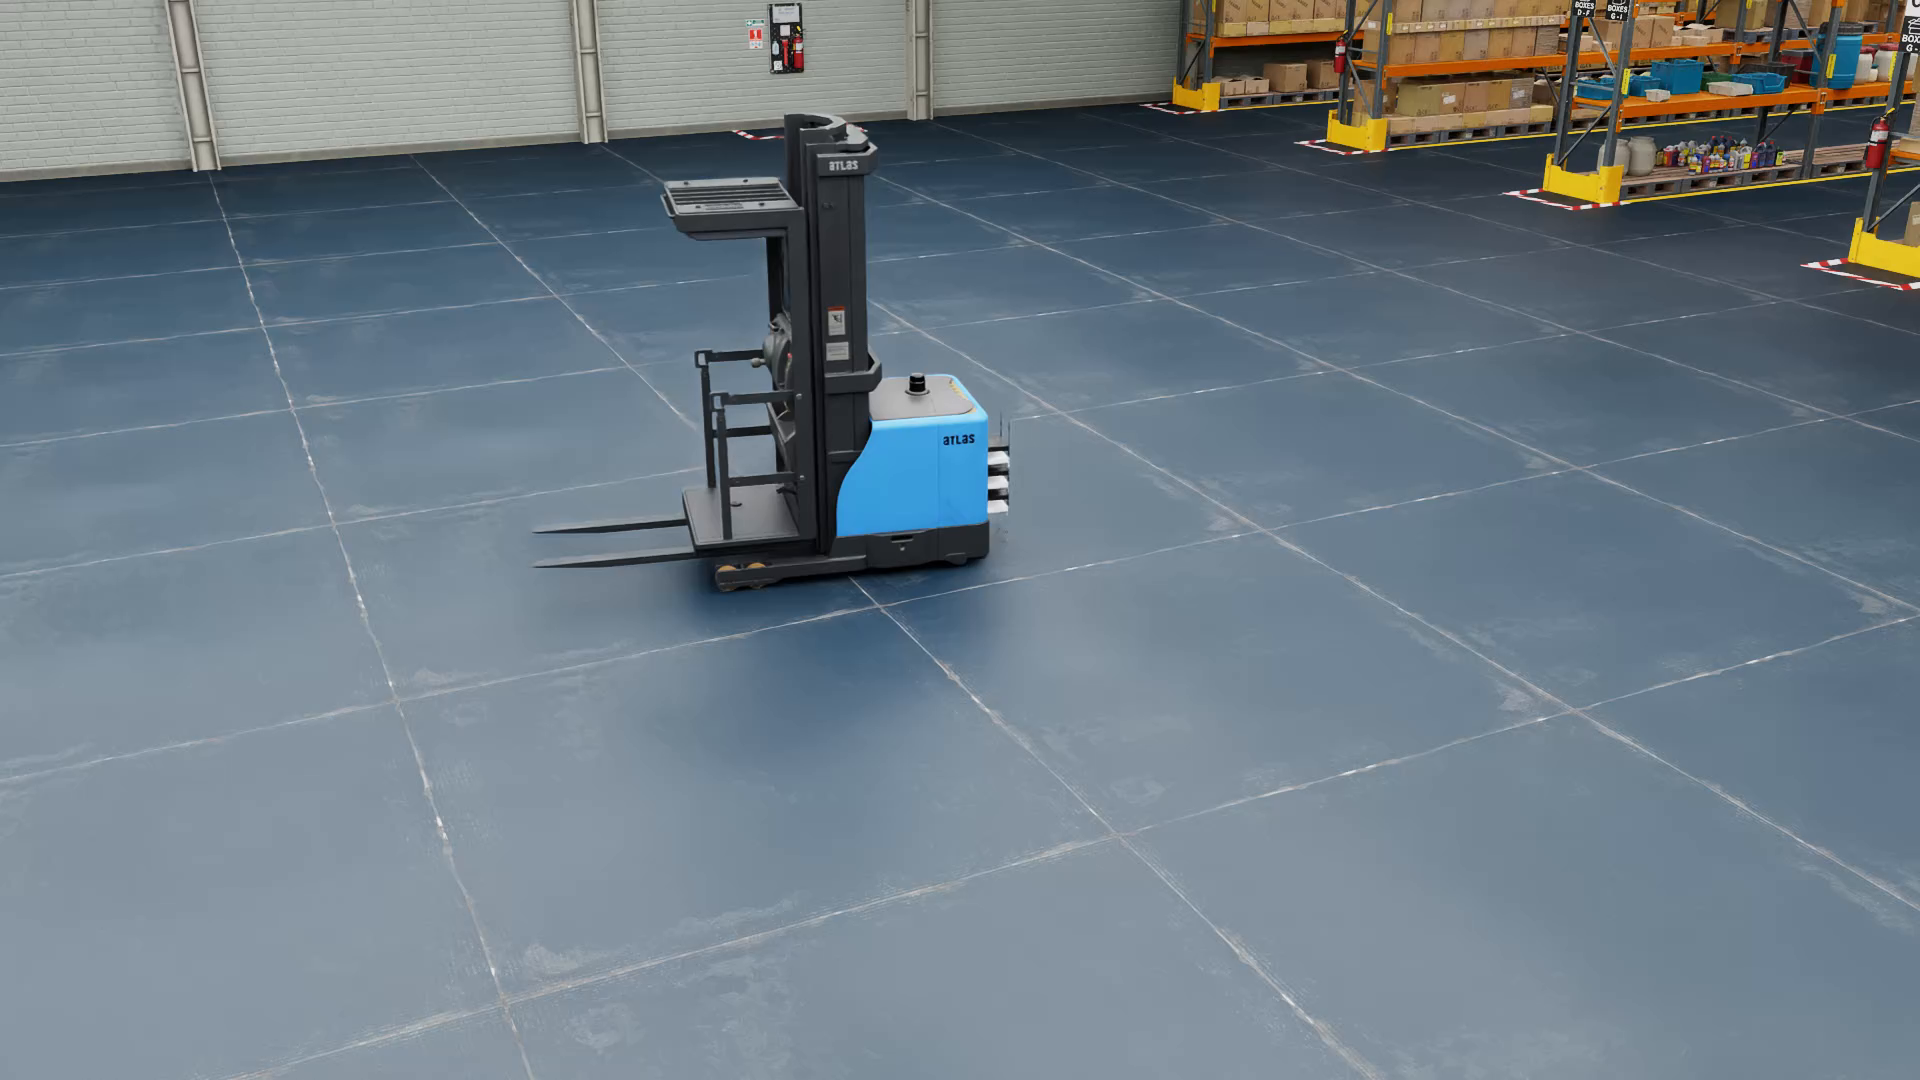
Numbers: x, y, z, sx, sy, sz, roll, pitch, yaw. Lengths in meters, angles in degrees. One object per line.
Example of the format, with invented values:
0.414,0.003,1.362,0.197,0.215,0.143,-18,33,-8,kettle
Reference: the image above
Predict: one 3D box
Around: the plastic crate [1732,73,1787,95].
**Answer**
11.443,-6.547,23.838,0.616,0.251,0.499,-10,25,-24,plastic crate

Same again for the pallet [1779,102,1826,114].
15.569,-8.287,31.494,1.213,0.211,1.003,-10,25,-24,pallet

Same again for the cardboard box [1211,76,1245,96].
5.084,-8.688,31.757,0.500,0.311,0.500,-14,26,-30,cardboard box

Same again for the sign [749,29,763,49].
-3.515,-8.626,28.620,0.234,0.329,0.001,-10,25,-24,sign

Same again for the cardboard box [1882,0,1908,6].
17.933,-10.417,31.555,0.500,0.500,0.500,-10,24,-22,cardboard box

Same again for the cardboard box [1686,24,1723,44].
13.435,-9.177,30.115,0.500,0.311,0.500,-9,24,-20,cardboard box

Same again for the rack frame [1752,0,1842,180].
12.323,-6.893,24.479,0.127,3.000,1.000,-10,25,-24,rack frame

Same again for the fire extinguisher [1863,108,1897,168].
10.564,-4.626,19.106,0.183,0.674,0.296,-10,25,-24,fire extinguisher

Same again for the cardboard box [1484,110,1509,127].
8.956,-7.204,28.278,0.500,0.250,0.500,-10,25,-24,cardboard box

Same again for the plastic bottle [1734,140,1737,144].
11.566,-5.873,25.001,0.135,0.276,0.152,-9,24,-22,plastic bottle

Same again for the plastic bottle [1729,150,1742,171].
11.255,-5.520,24.150,0.135,0.276,0.152,-10,24,-23,plastic bottle

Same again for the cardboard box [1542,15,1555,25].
9.802,-8.787,28.077,0.250,0.149,0.380,-11,25,-25,cardboard box

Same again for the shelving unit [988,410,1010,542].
0.213,-0.434,11.622,0.210,0.900,0.258,-5,23,-13,shelving unit

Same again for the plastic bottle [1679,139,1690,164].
10.695,-5.748,24.603,0.185,0.351,0.144,-9,24,-21,plastic bottle

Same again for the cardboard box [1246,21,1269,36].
5.461,-9.646,31.301,0.500,0.250,0.500,-11,25,-25,cardboard box

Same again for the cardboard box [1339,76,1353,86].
7.557,-9.102,32.946,0.250,0.166,0.380,-14,26,-30,cardboard box

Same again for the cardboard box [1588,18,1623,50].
11.352,-8.856,29.091,0.500,0.500,0.500,-9,24,-20,cardboard box

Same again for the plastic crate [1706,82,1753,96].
10.969,-6.414,23.668,0.437,0.136,0.530,-10,25,-24,plastic crate

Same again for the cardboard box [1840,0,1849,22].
16.270,-10.030,31.379,0.500,0.500,0.700,-6,23,-15,cardboard box

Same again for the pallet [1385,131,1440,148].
7.245,-6.790,27.877,1.213,0.211,1.003,-10,25,-24,pallet

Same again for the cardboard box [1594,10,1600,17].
13.175,-11.061,34.853,0.250,0.149,0.380,-10,25,-23,cardboard box

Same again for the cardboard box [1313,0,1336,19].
6.828,-10.244,31.764,0.500,0.500,0.500,-11,25,-25,cardboard box

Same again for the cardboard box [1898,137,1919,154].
11.034,-4.525,19.087,0.250,0.149,0.380,-10,25,-24,cardboard box

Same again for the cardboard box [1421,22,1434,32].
7.483,-8.359,27.044,0.250,0.149,0.380,-10,25,-23,cardboard box

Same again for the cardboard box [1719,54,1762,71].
14.572,-8.905,31.055,0.500,0.250,0.500,-9,24,-22,cardboard box

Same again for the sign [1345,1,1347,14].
6.351,-8.771,27.193,0.005,0.325,0.100,-10,25,-24,sign

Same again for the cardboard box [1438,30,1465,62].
7.921,-8.225,27.568,0.500,0.500,0.700,-10,25,-23,cardboard box

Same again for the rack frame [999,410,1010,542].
0.311,-0.443,11.644,0.006,0.900,0.240,-5,23,-13,rack frame

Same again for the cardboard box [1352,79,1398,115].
6.928,-7.398,27.767,0.500,0.500,0.500,-10,25,-24,cardboard box

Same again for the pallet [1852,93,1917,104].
18.006,-8.752,32.618,1.213,0.211,1.003,-10,25,-24,pallet

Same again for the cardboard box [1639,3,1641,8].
14.016,-11.495,35.052,0.500,0.500,0.500,-10,25,-24,cardboard box

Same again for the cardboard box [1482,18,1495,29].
8.643,-8.572,27.558,0.250,0.149,0.380,-10,24,-22,cardboard box

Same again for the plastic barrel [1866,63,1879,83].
13.582,-6.995,24.909,0.301,0.262,0.301,0,22,0,plastic barrel

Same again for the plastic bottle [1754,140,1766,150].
11.805,-5.716,24.524,0.185,0.351,0.144,-10,25,-24,plastic bottle

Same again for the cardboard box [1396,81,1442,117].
7.603,-7.303,27.536,0.500,0.500,0.500,-10,25,-24,cardboard box

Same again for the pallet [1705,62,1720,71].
17.054,-10.648,37.199,1.213,0.211,1.003,-10,25,-24,pallet

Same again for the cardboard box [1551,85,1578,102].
10.658,-7.766,28.901,0.500,0.311,0.500,-10,25,-23,cardboard box

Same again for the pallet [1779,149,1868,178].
13.014,-5.748,25.360,1.213,0.211,1.003,-10,25,-24,pallet

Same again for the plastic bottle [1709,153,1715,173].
10.796,-5.422,23.919,0.097,0.271,0.097,0,22,0,plastic bottle

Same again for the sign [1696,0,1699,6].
13.538,-9.948,30.449,0.005,0.325,0.100,-10,25,-24,sign

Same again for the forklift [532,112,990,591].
-1.373,-1.239,10.911,3.031,2.935,1.130,-5,23,-13,forklift

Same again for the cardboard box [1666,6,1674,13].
15.053,-11.373,35.606,0.250,0.149,0.380,-10,25,-23,cardboard box

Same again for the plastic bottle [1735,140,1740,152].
11.613,-5.839,24.911,0.133,0.283,0.061,-10,25,-24,plastic bottle

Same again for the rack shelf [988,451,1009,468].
0.213,-0.569,11.566,0.200,0.077,0.258,-5,23,-13,rack shelf

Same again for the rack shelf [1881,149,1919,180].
12.669,-4.522,19.692,4.000,0.370,1.077,-10,25,-24,rack shelf

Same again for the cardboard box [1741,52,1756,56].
17.348,-11.019,37.168,0.500,0.500,0.700,-11,25,-25,cardboard box

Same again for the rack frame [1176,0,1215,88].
4.422,-9.643,31.125,0.127,3.000,1.000,-10,25,-24,rack frame

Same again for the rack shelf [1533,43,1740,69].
11.980,-8.600,29.544,4.000,0.370,1.077,-10,25,-24,rack shelf

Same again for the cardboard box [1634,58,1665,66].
14.705,-10.682,35.896,0.750,0.750,0.750,-10,25,-23,cardboard box

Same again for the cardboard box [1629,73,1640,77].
12.253,-8.287,30.161,0.500,0.311,0.500,-11,25,-25,cardboard box

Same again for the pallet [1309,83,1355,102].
7.436,-8.895,32.962,1.213,0.211,1.003,-10,25,-24,pallet

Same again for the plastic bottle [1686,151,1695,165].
10.787,-5.645,24.549,0.097,0.201,0.097,0,22,0,plastic bottle

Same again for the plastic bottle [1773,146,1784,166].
12.032,-5.647,24.447,0.133,0.283,0.061,-9,24,-21,plastic bottle

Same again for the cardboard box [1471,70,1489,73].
10.490,-9.836,34.283,0.500,0.500,0.700,-10,25,-24,cardboard box

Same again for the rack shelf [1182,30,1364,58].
6.224,-9.643,32.064,4.000,0.370,1.077,-10,25,-24,rack shelf

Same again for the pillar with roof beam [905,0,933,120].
1.138,-10.351,24.989,0.400,9.000,9.100,-10,25,-24,pillar with roof beam

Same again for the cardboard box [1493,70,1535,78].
9.624,-7.901,28.982,0.500,0.500,0.500,-10,25,-24,cardboard box

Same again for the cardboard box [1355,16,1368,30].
7.731,-10.064,32.310,0.500,0.250,0.500,-10,25,-23,cardboard box

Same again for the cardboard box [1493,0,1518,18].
8.874,-9.003,27.751,0.500,0.500,0.700,-10,25,-24,cardboard box
